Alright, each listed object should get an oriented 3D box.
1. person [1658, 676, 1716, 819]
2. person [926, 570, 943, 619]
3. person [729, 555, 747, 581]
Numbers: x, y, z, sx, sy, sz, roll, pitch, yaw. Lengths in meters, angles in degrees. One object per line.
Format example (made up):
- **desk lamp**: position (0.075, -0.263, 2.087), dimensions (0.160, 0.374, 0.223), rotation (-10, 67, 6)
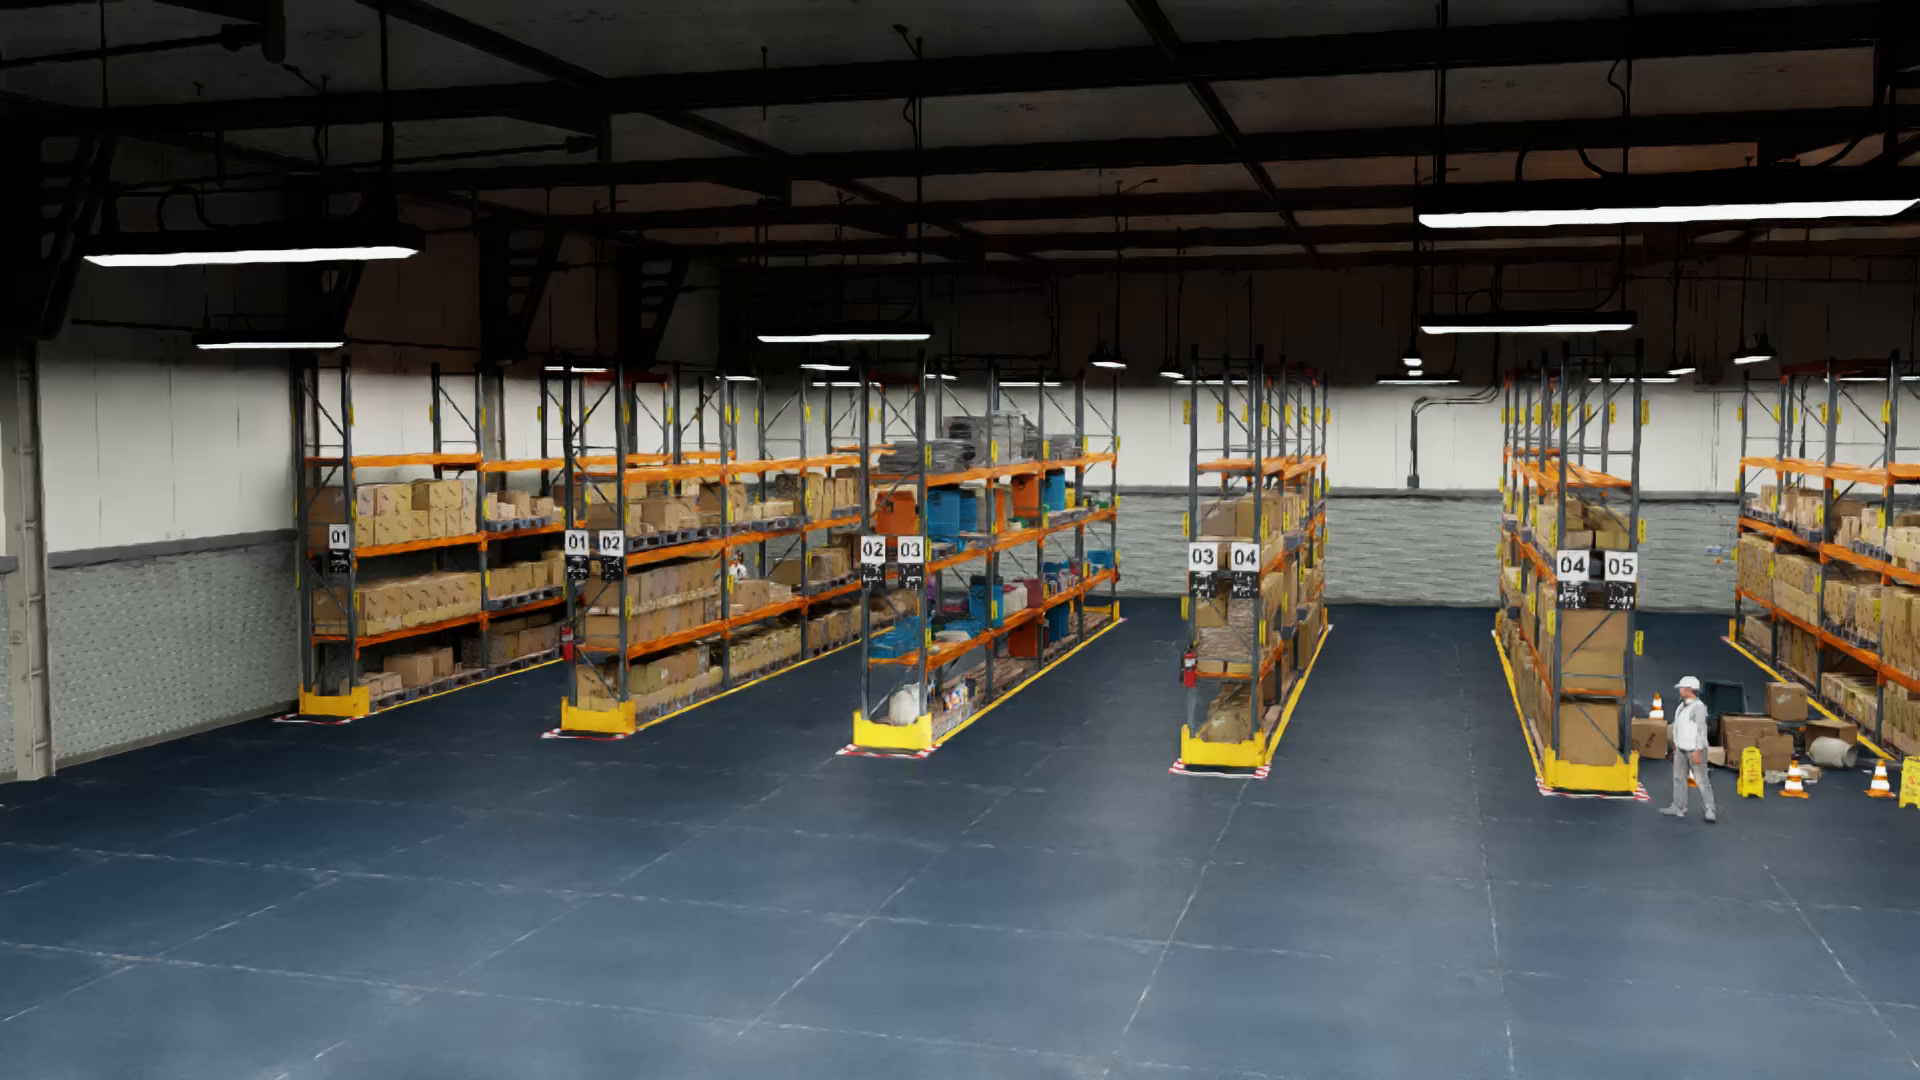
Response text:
- **person**: position (9.106, 2.574, 20.692), dimensions (0.554, 1.774, 0.651), rotation (0, 4, -6)
- **person**: position (-0.590, 1.350, 38.547), dimensions (0.430, 1.508, 0.948), rotation (1, 4, 14)
- **person**: position (-5.399, 1.157, 40.542), dimensions (0.493, 1.605, 0.991), rotation (1, 4, 14)
